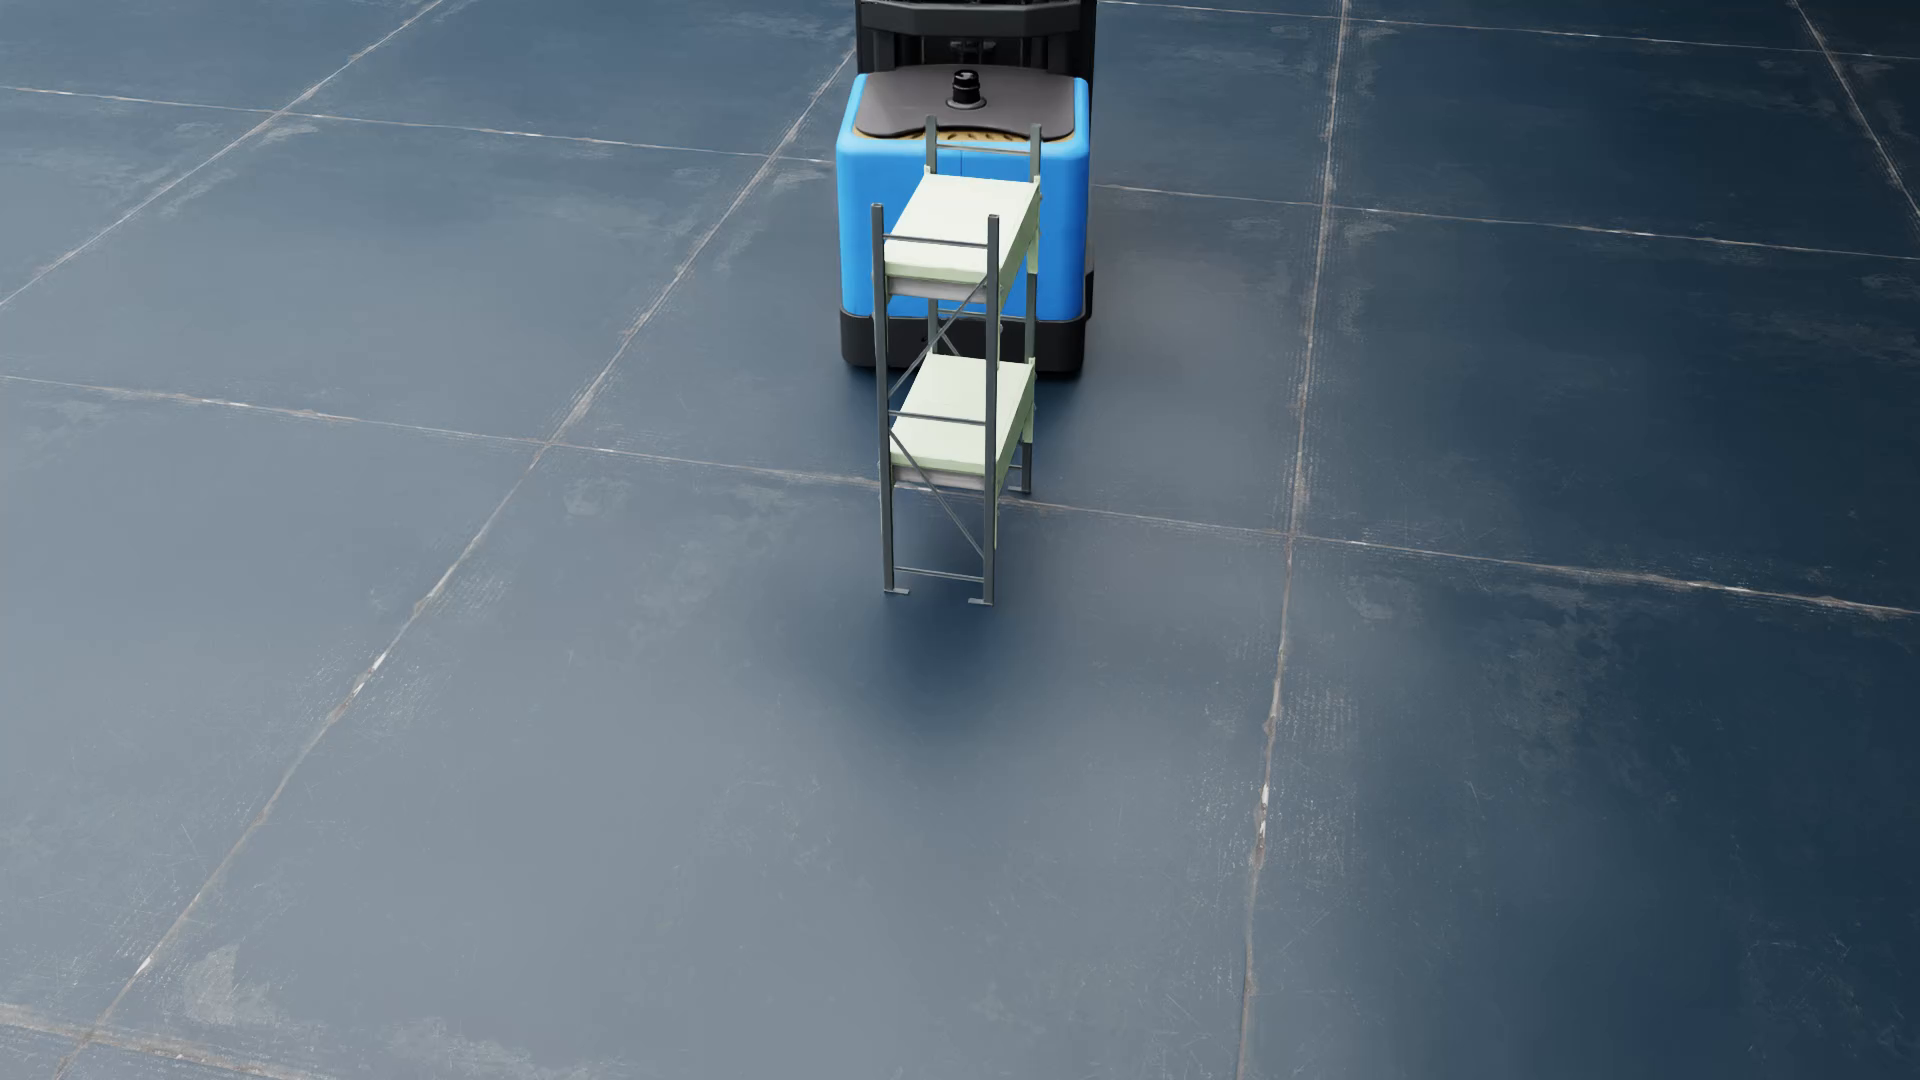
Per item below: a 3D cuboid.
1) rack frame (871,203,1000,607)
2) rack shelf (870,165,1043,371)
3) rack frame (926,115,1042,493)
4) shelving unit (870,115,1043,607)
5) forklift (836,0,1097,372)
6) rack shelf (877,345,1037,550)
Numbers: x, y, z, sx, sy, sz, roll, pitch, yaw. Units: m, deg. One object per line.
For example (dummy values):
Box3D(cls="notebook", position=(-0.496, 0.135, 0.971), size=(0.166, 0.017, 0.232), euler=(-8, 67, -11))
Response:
Box3D(cls="rack frame", position=(-0.077, -0.401, 5.526), size=(0.400, 1.500, 0.023), euler=(7, 37, 10))
Box3D(cls="rack shelf", position=(0.001, -0.927, 5.586), size=(0.431, 0.370, 0.720), euler=(7, 37, 10))
Box3D(cls="rack frame", position=(0.080, -0.821, 6.105), size=(0.400, 1.500, 0.023), euler=(7, 37, 10))
Box3D(cls="shelving unit", position=(0.001, -0.611, 5.815), size=(0.431, 1.500, 0.755), euler=(7, 37, 10))
Box3D(cls="forklift", position=(0.085, -2.749, 7.546), size=(1.130, 2.935, 3.031), euler=(2, 36, 2))
Box3D(cls="rack shelf", position=(0.001, -0.347, 6.006), size=(0.431, 0.370, 0.720), euler=(7, 37, 10))
